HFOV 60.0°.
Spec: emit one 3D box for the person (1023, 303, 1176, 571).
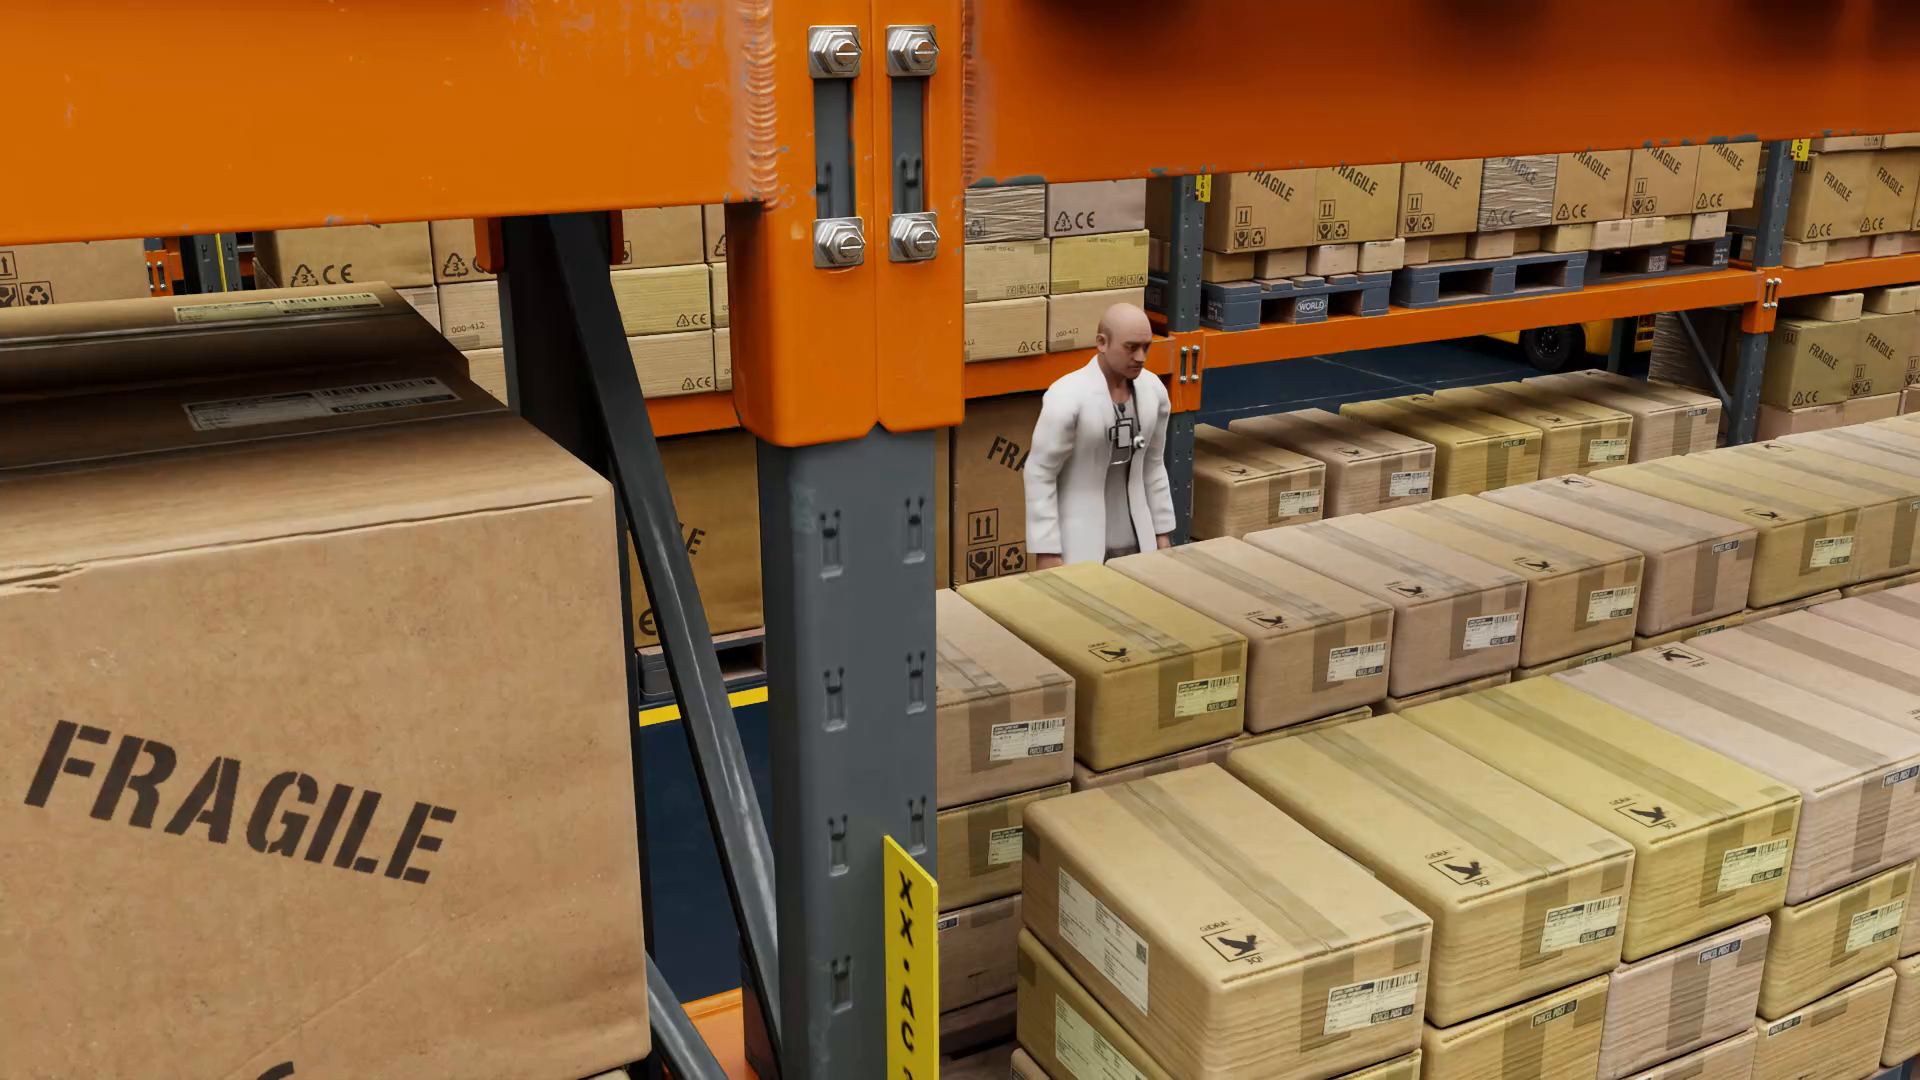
[{"bbox_3d":[0.522,0.018,6.030,0.643,1.772,0.429,-11,21,-29],"label":"person"}]
